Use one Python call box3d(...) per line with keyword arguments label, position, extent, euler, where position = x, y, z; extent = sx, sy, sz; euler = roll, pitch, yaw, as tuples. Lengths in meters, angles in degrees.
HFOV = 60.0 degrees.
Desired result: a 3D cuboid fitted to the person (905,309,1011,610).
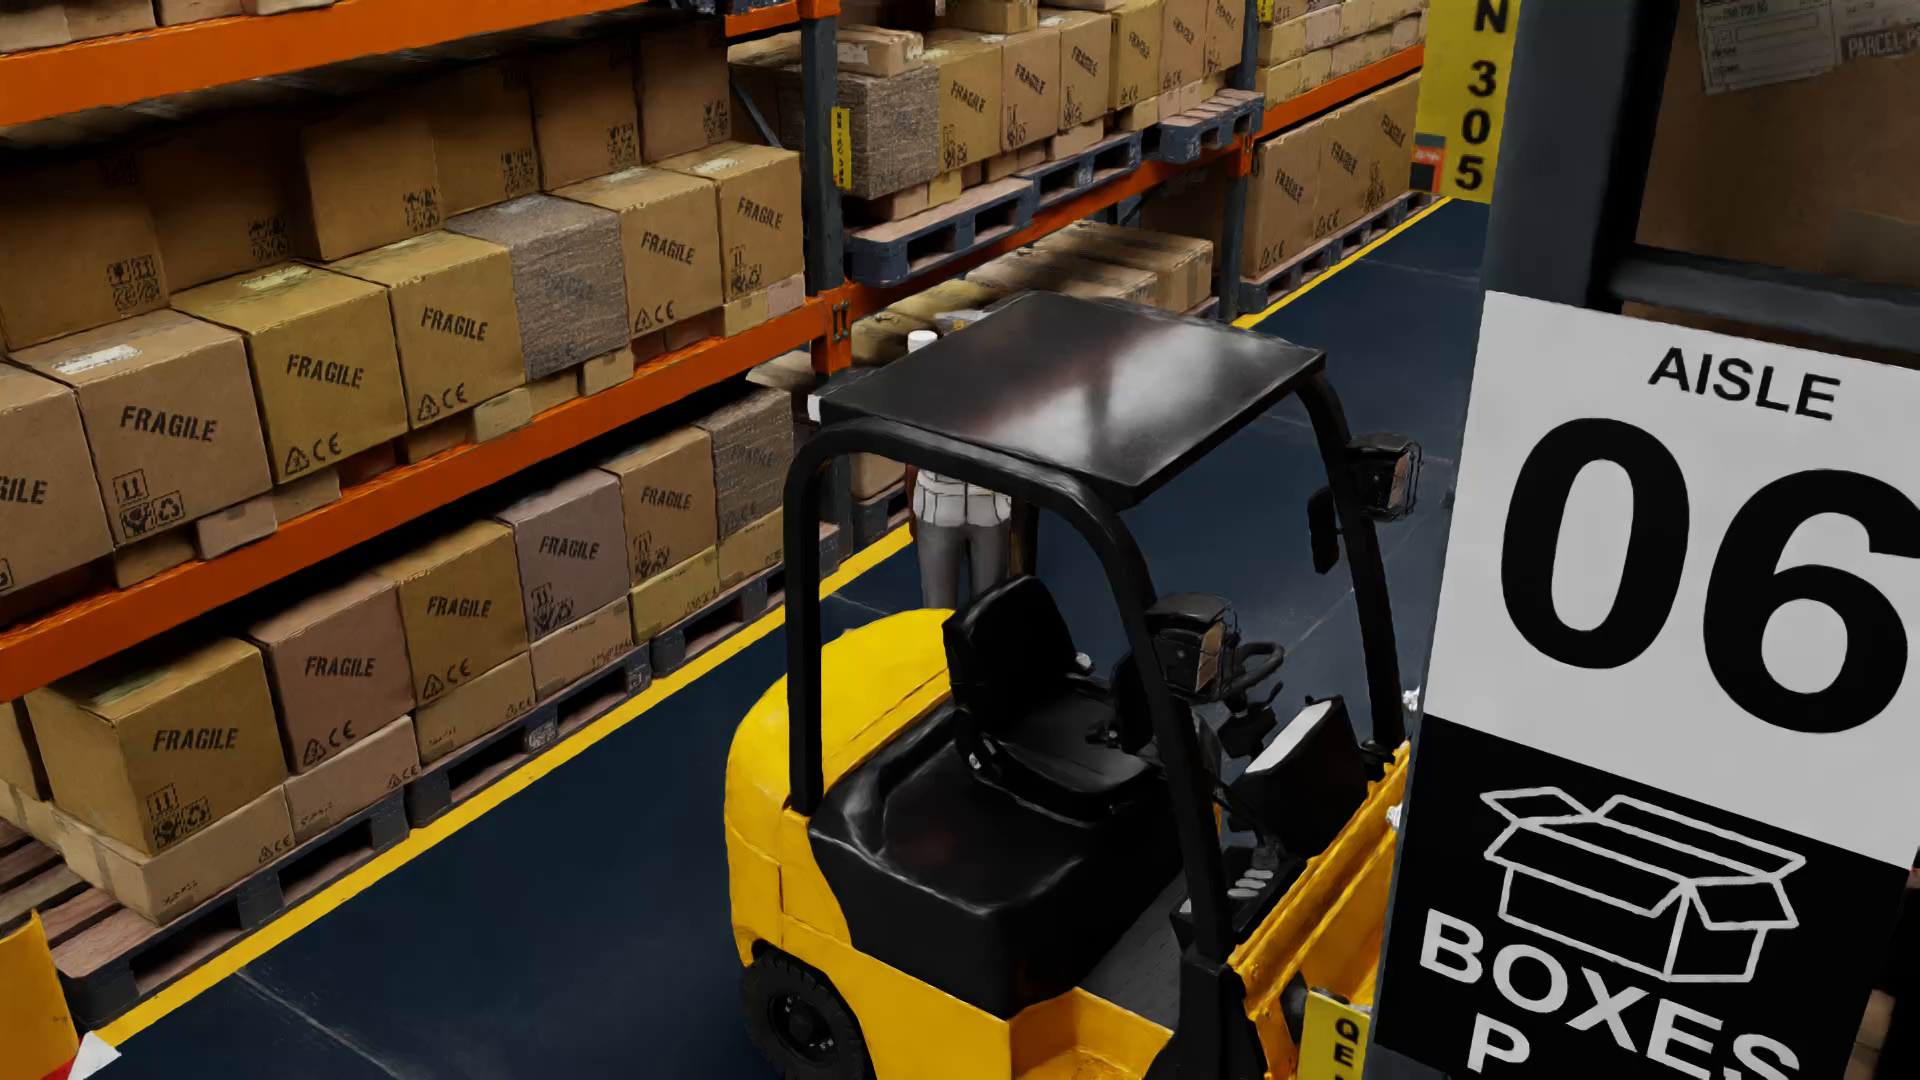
box3d(label="person", position=(0.038, -0.064, 6.218), extent=(0.483, 1.685, 0.523), euler=(0, 27, -1))
